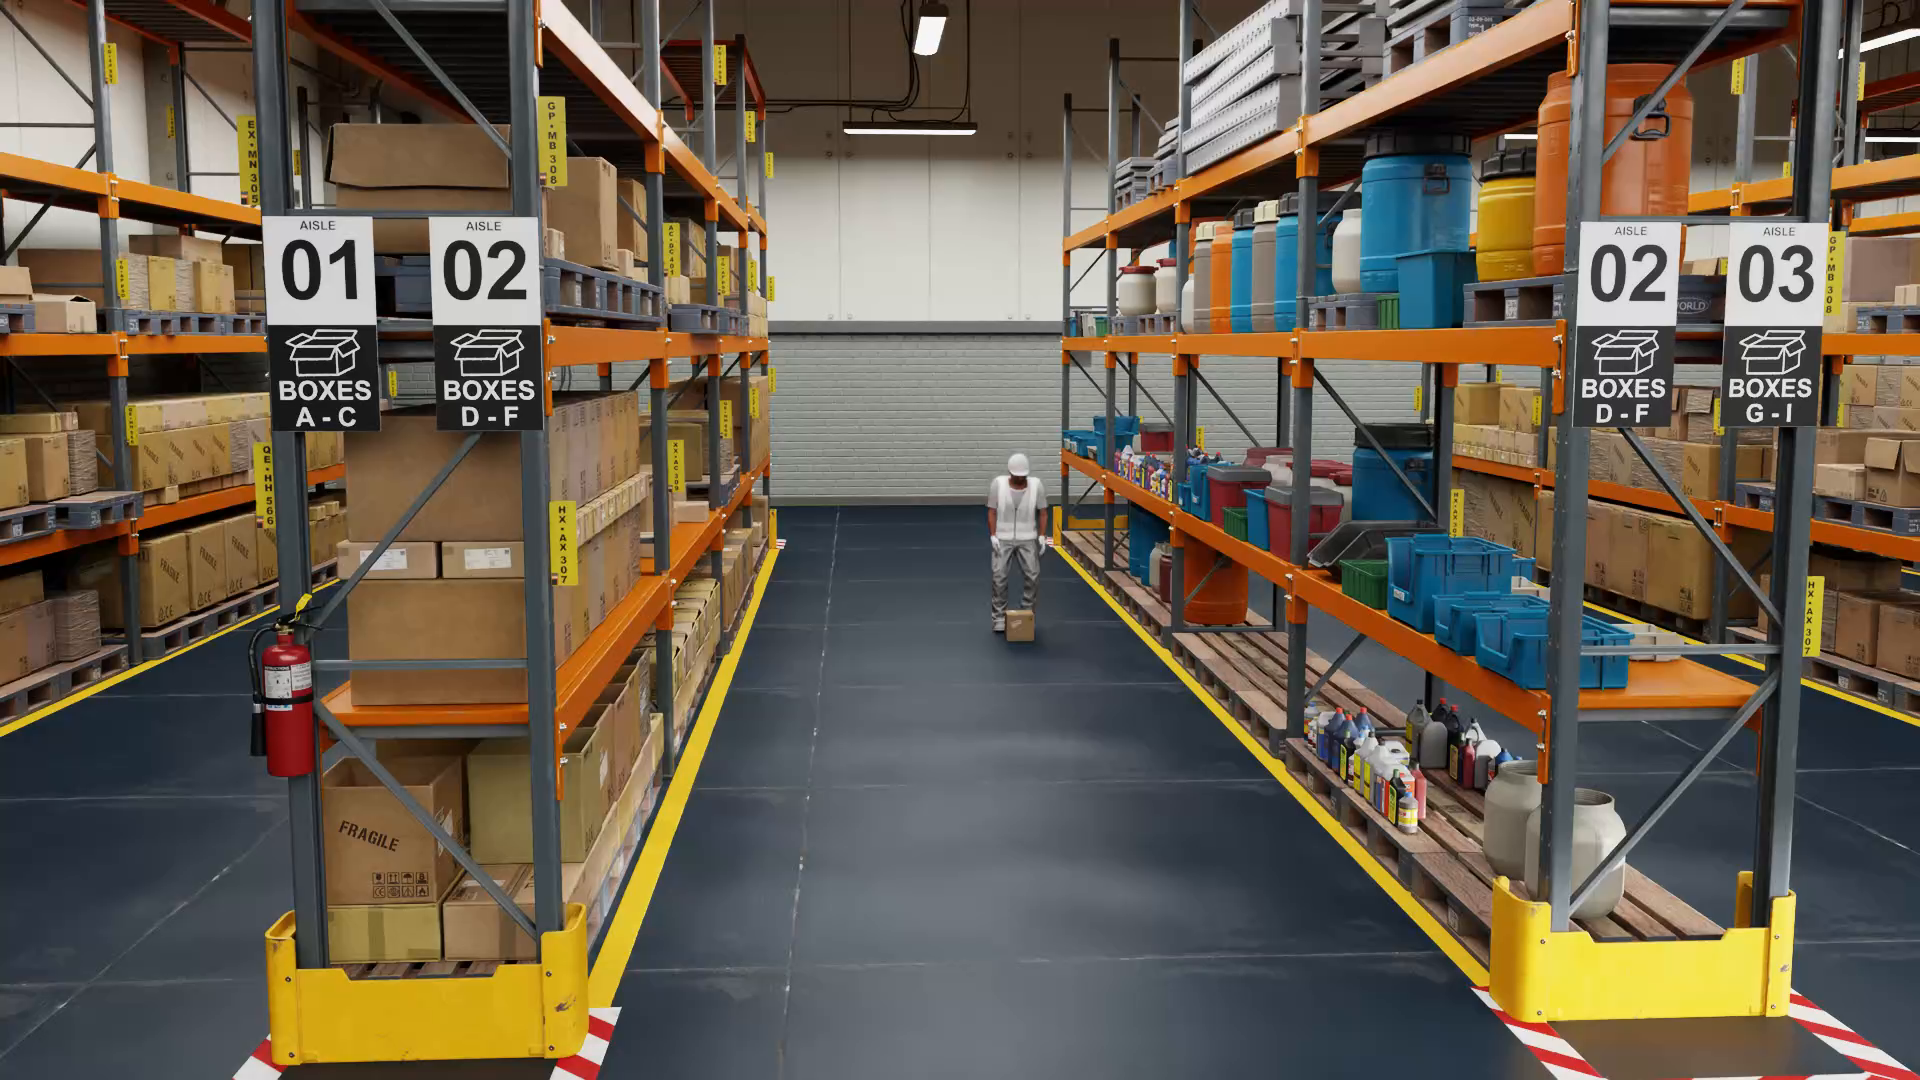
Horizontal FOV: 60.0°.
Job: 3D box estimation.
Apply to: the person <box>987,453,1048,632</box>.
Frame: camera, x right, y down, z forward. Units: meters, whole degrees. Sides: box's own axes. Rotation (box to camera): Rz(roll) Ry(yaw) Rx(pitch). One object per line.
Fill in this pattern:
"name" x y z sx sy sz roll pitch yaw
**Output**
"person" 0.550 0.018 15.832 0.580 1.709 0.497 0 7 -1
